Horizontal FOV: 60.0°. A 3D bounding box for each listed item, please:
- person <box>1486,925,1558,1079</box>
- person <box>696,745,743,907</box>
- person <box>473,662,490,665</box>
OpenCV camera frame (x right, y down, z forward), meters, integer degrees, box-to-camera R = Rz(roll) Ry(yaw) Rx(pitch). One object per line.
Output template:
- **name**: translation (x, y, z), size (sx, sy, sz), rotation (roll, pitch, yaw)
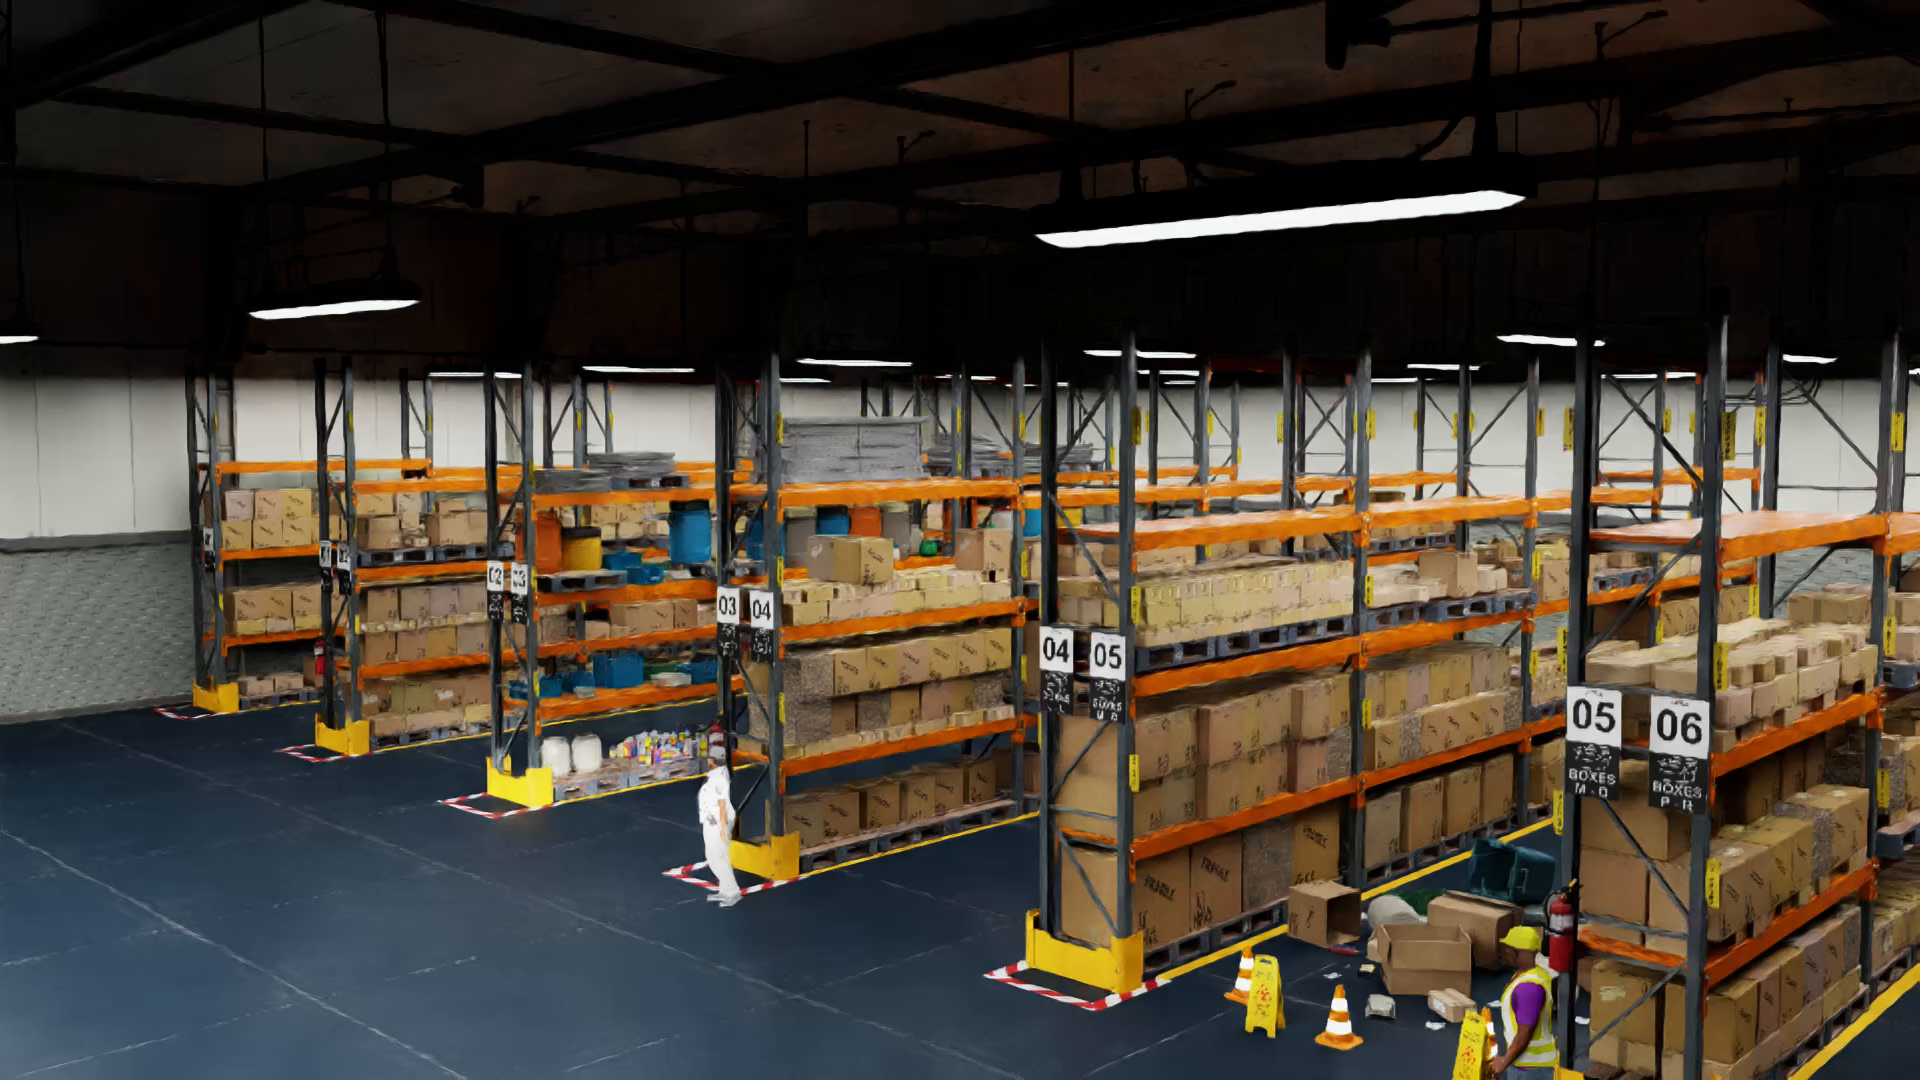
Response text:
- **person**: translation (3.811, 3.449, 11.052), size (0.707, 1.763, 0.583), rotation (1, 5, 15)
- **person**: translation (-2.522, 3.002, 17.527), size (0.473, 1.653, 0.614), rotation (0, 4, -1)
- **person**: translation (-8.699, 2.084, 29.746), size (0.478, 1.580, 0.999), rotation (3, 5, 36)
